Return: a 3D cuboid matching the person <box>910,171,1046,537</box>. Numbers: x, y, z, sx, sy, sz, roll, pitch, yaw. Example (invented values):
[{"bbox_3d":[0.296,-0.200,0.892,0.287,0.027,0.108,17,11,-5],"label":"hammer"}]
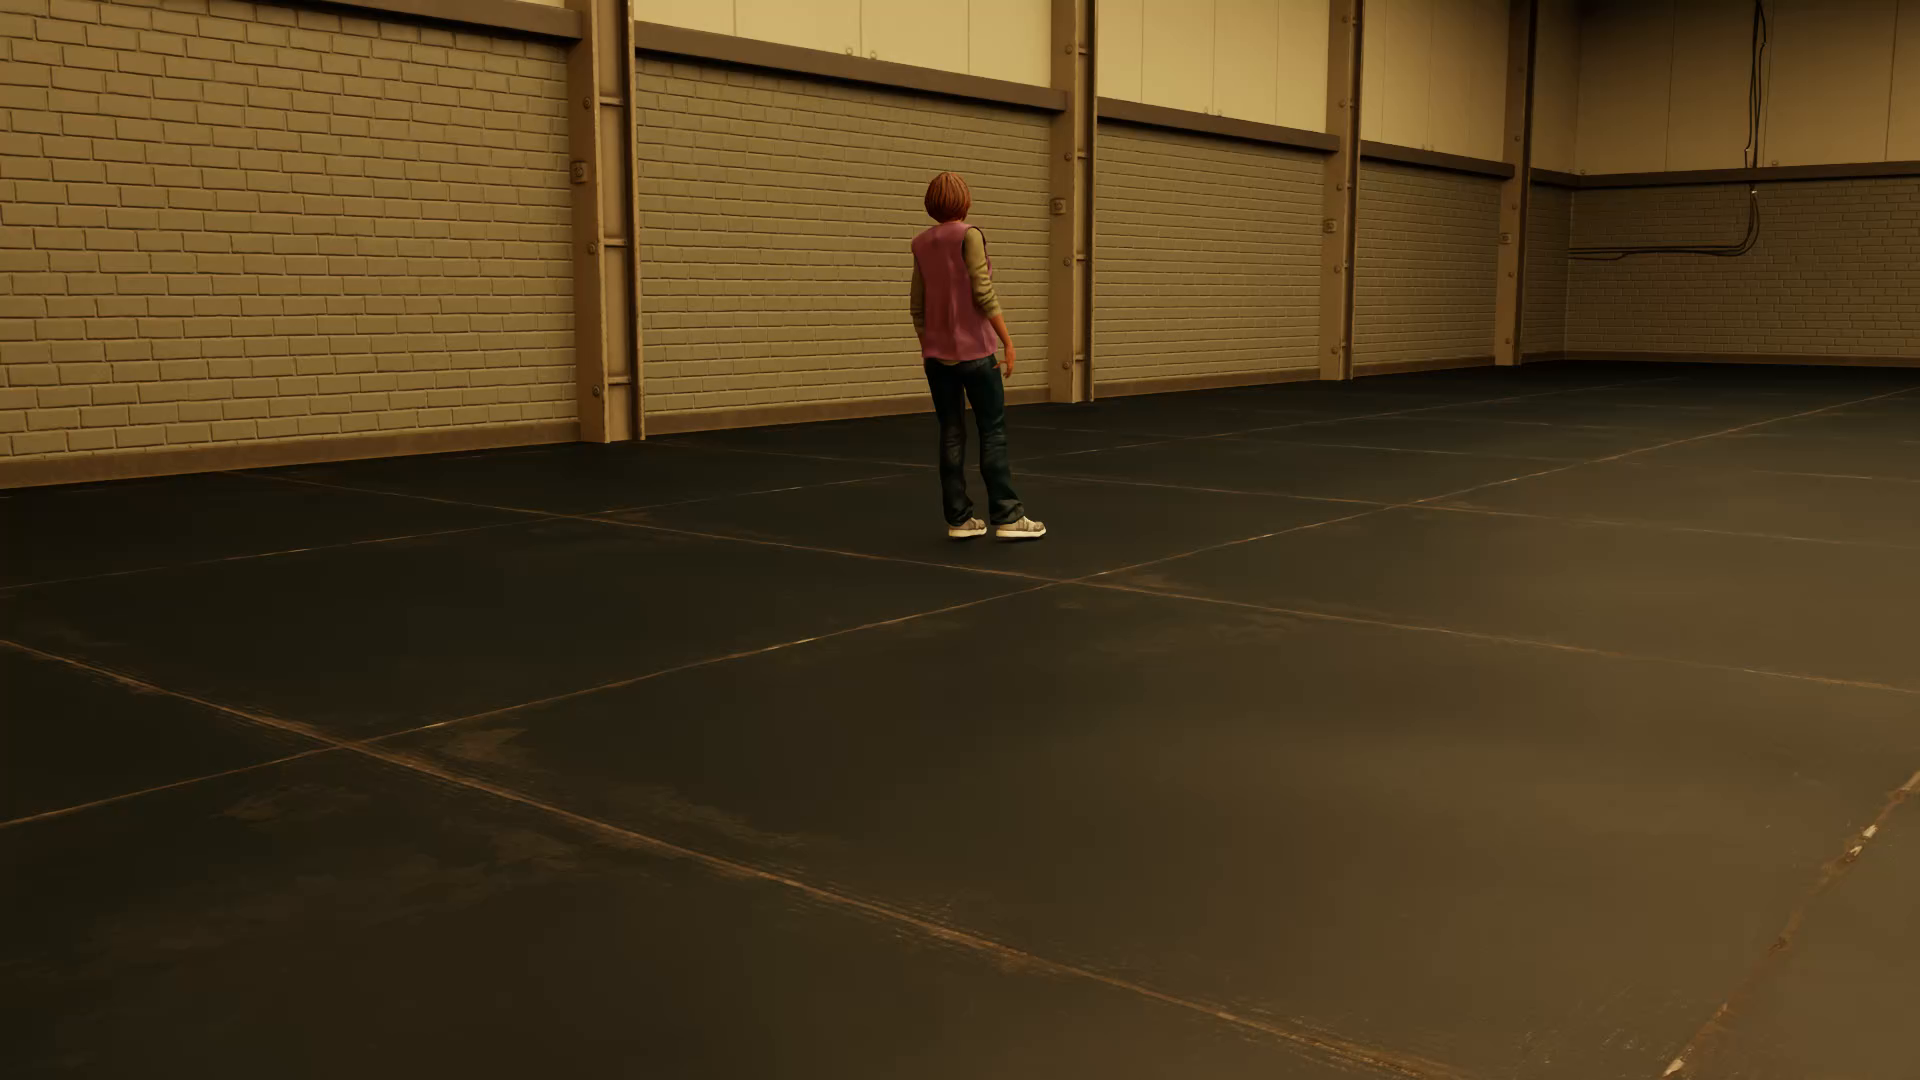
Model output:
[{"bbox_3d":[0.058,-0.805,7.337,0.520,1.599,0.473,7,11,38],"label":"person"}]
